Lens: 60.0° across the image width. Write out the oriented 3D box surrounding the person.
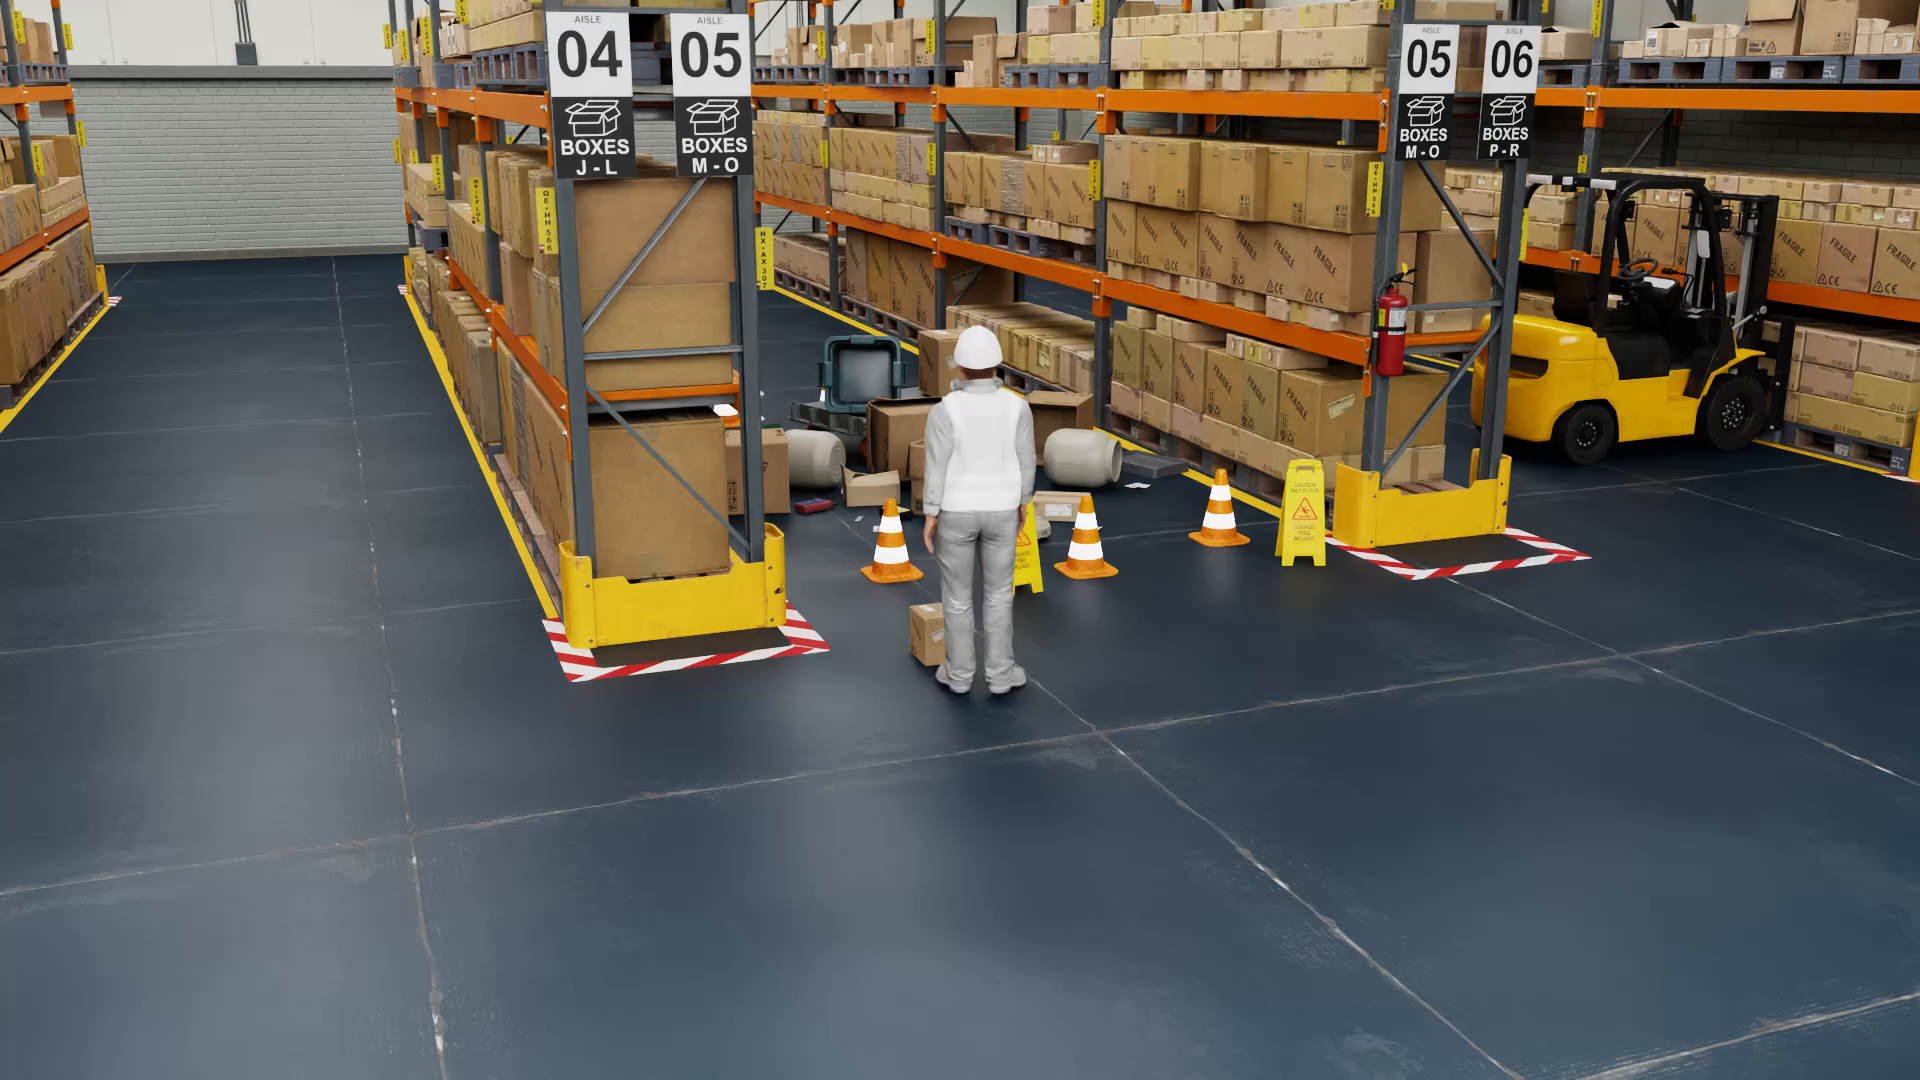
[{"bbox_3d":[0.085,-0.142,7.925,0.557,1.775,0.384,-4,16,-13],"label":"person"}]
